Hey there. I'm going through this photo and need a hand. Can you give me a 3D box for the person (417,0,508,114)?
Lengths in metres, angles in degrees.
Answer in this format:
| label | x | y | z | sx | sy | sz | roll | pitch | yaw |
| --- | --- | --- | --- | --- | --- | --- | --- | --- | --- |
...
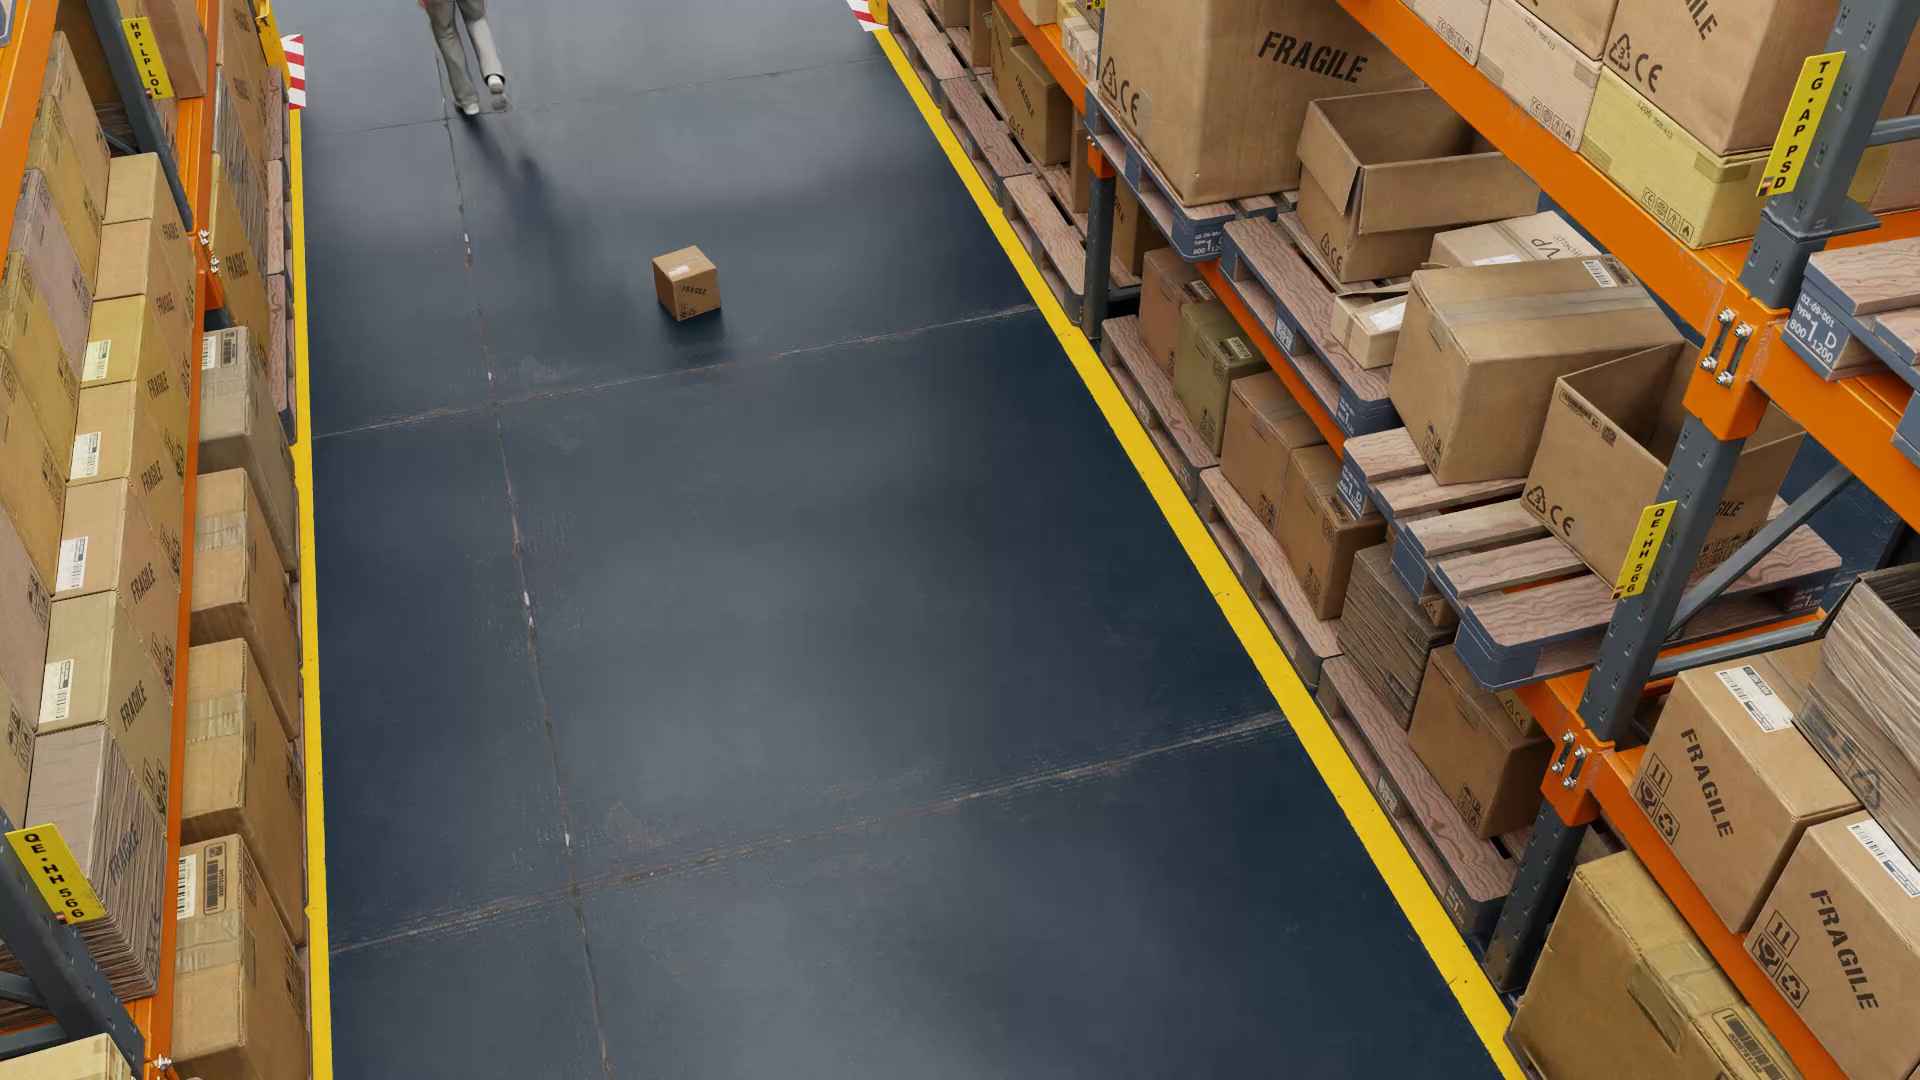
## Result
| label | x | y | z | sx | sy | sz | roll | pitch | yaw |
| --- | --- | --- | --- | --- | --- | --- | --- | --- | --- |
| person | -2.963 | -3.256 | 9.697 | 0.448 | 1.654 | 0.532 | -23 | 47 | -23 |
